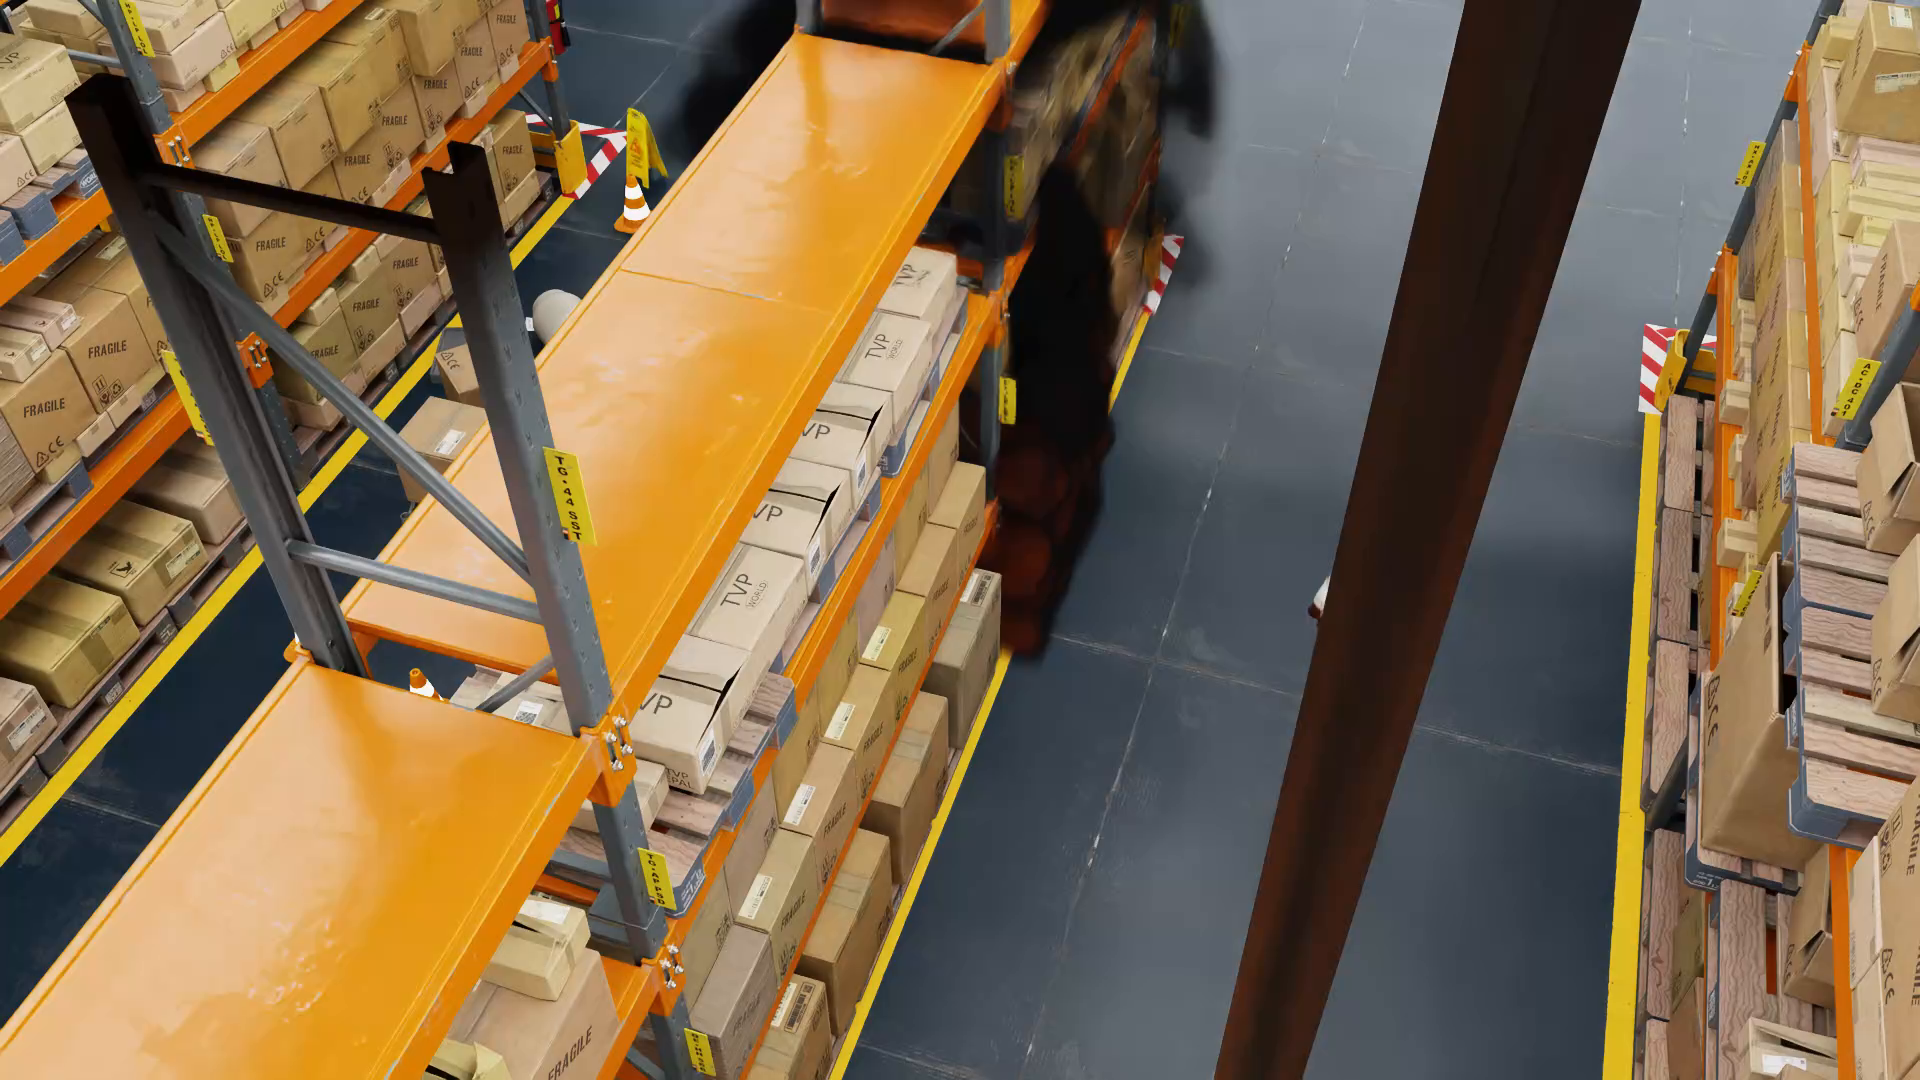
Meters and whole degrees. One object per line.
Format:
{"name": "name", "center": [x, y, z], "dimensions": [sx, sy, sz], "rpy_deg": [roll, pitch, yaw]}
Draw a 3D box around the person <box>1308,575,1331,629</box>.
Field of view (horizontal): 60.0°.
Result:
{"name": "person", "center": [2.154, 0.544, 9.056], "dimensions": [0.582, 1.677, 0.577], "rpy_deg": [6, 46, 6]}
